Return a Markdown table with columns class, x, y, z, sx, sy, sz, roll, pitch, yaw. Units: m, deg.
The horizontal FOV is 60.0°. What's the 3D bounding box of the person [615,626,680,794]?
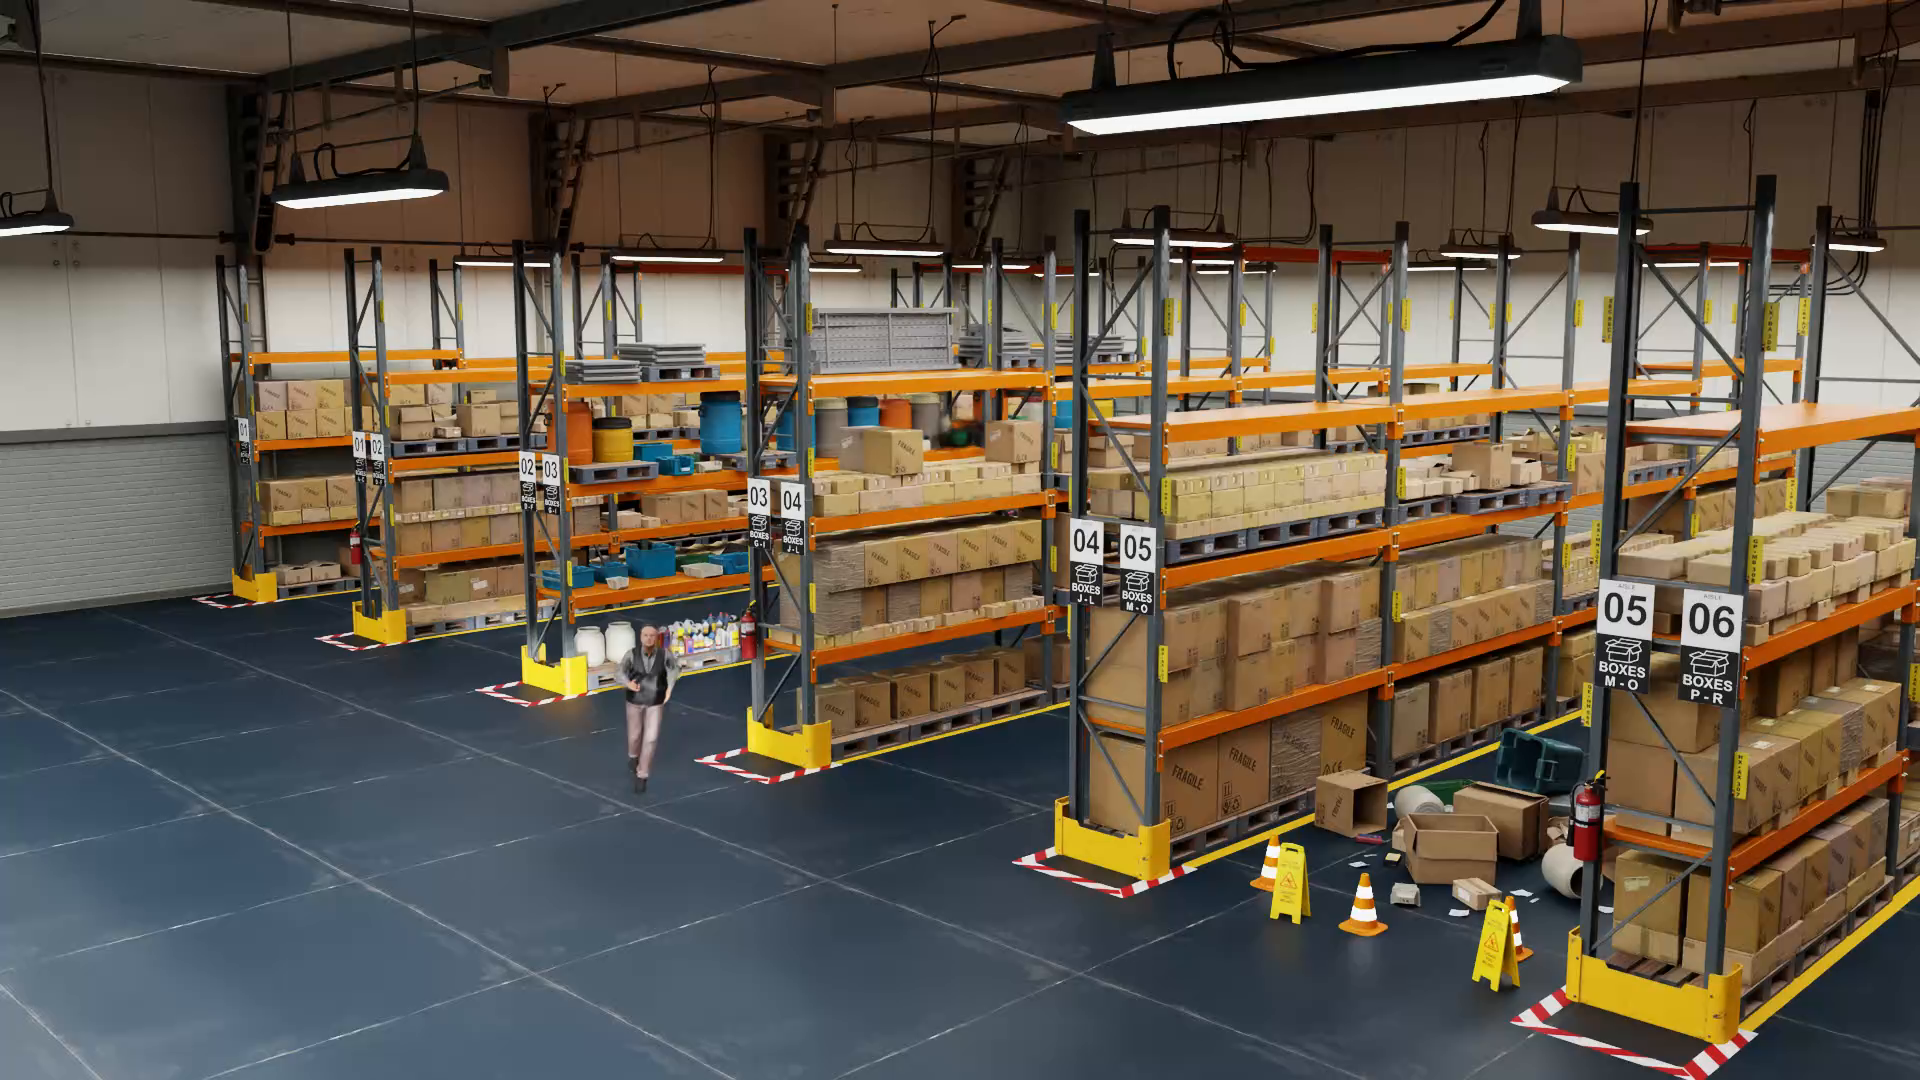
| class | x | y | z | sx | sy | sz | roll | pitch | yaw |
| --- | --- | --- | --- | --- | --- | --- | --- | --- | --- |
| person | -3.372 | 1.780 | 17.964 | 0.682 | 1.733 | 0.888 | -1 | 8 | -7 |
